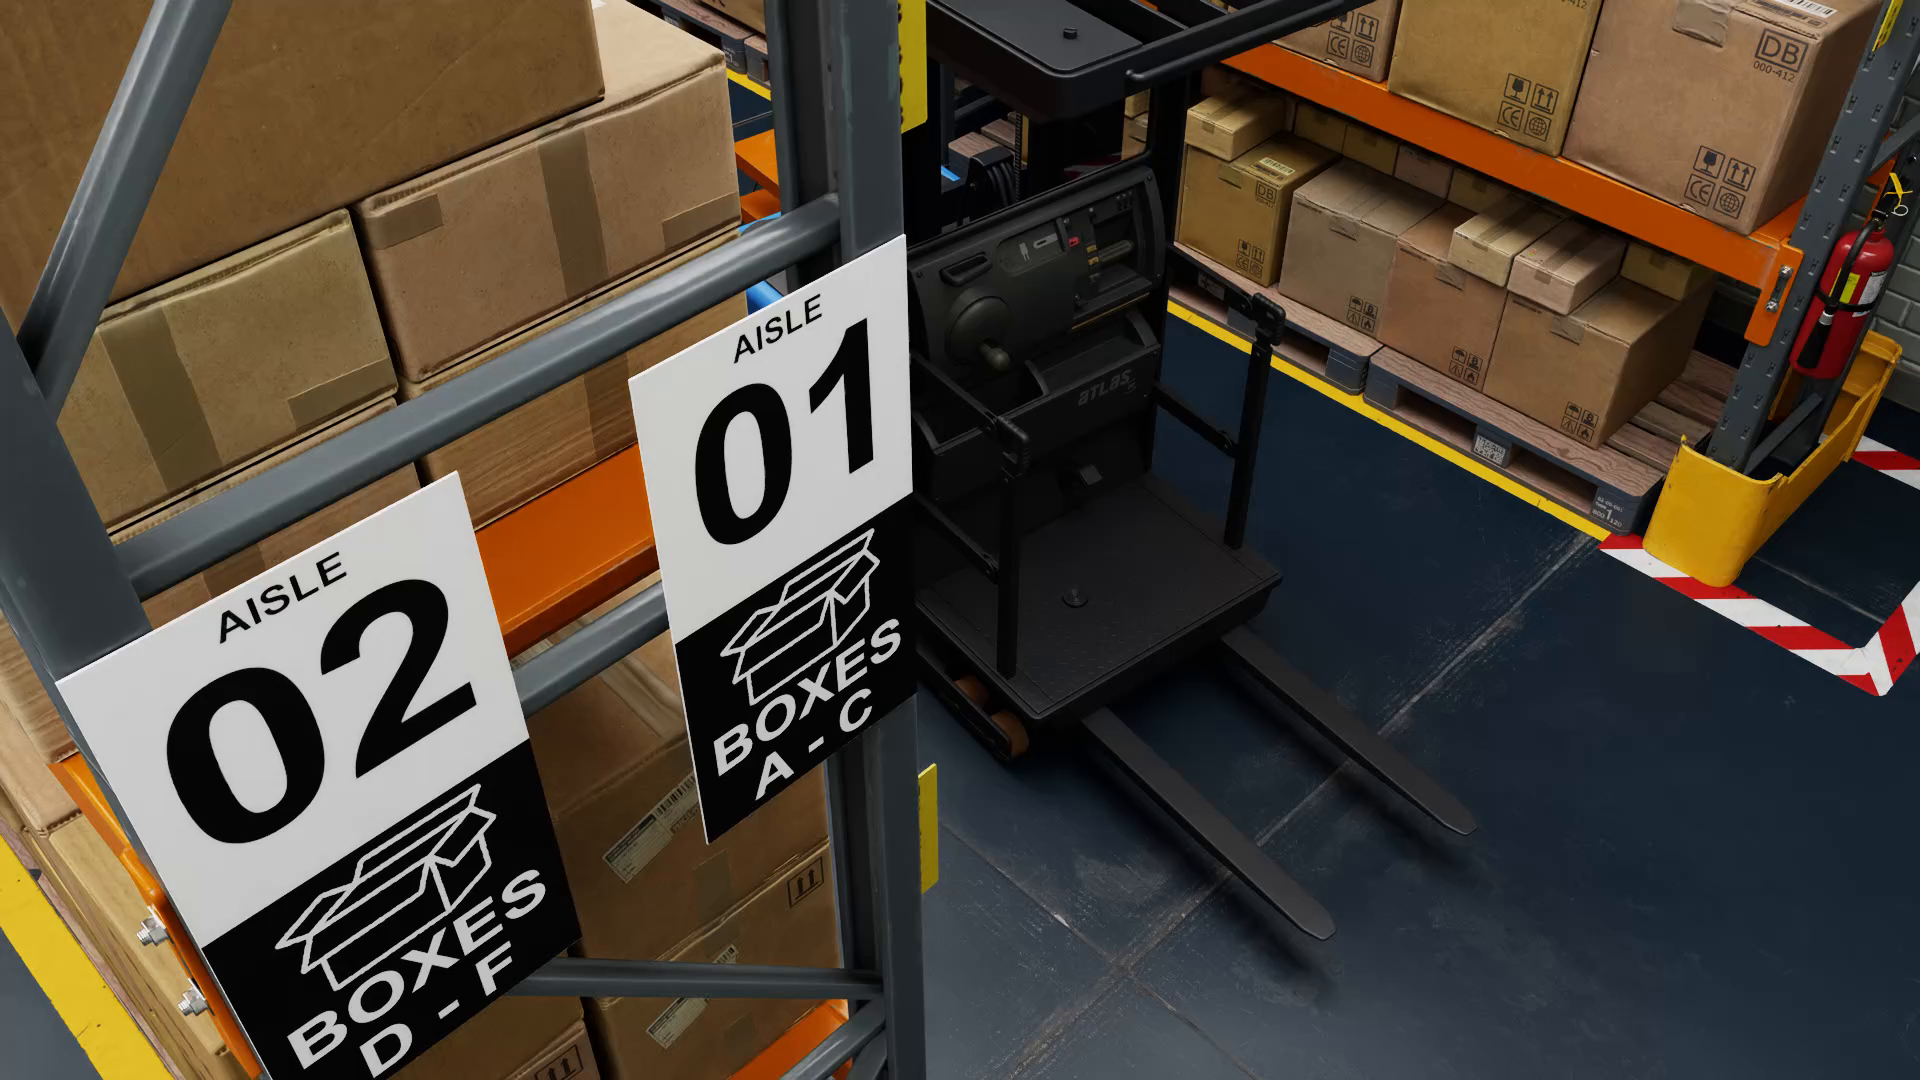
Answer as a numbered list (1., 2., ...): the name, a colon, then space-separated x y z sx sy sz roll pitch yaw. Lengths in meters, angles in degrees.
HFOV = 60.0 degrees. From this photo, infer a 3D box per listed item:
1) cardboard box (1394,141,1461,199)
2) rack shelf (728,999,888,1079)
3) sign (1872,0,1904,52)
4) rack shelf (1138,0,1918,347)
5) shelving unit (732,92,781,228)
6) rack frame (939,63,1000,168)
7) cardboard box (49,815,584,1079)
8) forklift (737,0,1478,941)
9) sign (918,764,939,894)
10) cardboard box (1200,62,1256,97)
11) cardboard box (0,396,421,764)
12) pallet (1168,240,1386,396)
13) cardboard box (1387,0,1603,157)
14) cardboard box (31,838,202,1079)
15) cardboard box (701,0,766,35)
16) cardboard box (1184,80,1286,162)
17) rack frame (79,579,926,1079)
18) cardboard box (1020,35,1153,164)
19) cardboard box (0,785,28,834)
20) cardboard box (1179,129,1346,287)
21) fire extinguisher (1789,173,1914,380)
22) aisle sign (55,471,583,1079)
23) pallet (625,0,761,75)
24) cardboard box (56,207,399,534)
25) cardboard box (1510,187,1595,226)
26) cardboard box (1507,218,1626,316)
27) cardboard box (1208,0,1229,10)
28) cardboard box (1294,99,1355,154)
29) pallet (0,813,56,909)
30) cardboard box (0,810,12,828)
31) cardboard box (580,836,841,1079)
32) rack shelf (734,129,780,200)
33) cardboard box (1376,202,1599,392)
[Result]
1. cardboard box: 1.995 -1.568 6.791 0.380 0.149 0.250 -33 52 -31
2. rack shelf: -1.872 0.396 4.142 1.077 0.370 4.000 -34 53 -31
3. sign: 2.651 -1.543 4.681 0.100 0.325 0.005 -34 53 -31
4. rack shelf: 1.633 -1.980 6.713 1.077 0.370 4.000 -34 53 -31
5. shelving unit: -0.651 -1.088 6.543 0.258 1.200 0.503 -27 49 -26
6. rack frame: 0.220 -3.206 7.509 1.000 3.000 0.127 -34 53 -31
7. cardboard box: -0.969 0.606 2.573 0.500 0.500 0.500 34 52 31
8. forklift: 0.379 -0.736 4.887 1.130 2.935 3.031 -27 49 -26
9. sign: -0.076 0.514 2.845 0.100 0.325 0.005 -34 53 -31
10. cardboard box: 1.274 -2.058 7.321 0.250 0.149 0.380 33 52 30
11. cardboard box: -1.009 -0.075 2.021 0.500 0.250 0.500 -34 53 -31
12. pallet: 1.568 -1.192 7.385 1.003 0.211 1.213 -34 53 -31
13. cardboard box: 2.156 -1.978 5.960 0.700 0.700 0.980 34 52 31
14. cardboard box: -1.337 0.723 3.183 0.500 0.500 0.500 -34 52 -31
15. cardboard box: -0.961 -3.246 8.827 0.750 0.750 0.750 -32 52 -30
16. cardboard box: 1.157 -1.769 7.009 0.250 0.149 0.380 33 52 30
17. rack frame: -0.460 1.092 2.858 1.000 3.000 0.127 -34 53 -31
18. cardboard box: 0.676 -2.033 7.773 0.700 0.500 0.500 -33 52 -31
19. cardboard box: -1.695 0.117 3.103 0.500 0.500 0.500 -33 52 -30
20. cardboard box: 1.389 -1.543 7.242 0.700 0.500 0.500 -33 52 -30
21. fire extinguisher: 2.825 -0.825 5.264 0.296 0.674 0.183 -34 53 -31
22. aisle sign: -0.628 0.317 1.781 0.394 0.787 0.004 -34 53 -31
23. pallet: -1.244 -3.102 9.452 1.003 0.211 1.213 -34 53 -31
24. cardboard box: -1.003 -0.263 1.856 0.500 0.250 0.500 -34 53 -31
25. cardboard box: 2.351 -1.325 6.528 0.380 0.149 0.250 -34 52 -31
26. cardboard box: 2.260 -1.021 6.199 0.250 0.149 0.380 34 52 31
27. cardboard box: 1.103 -2.694 6.734 0.700 0.700 0.980 33 52 30
28. cardboard box: 1.635 -1.812 7.056 0.250 0.149 0.380 33 52 31
29. pallet: -2.800 0.525 5.527 1.003 0.211 1.213 -34 53 -31
30. cardboard box: -2.042 0.239 3.708 0.500 0.500 0.500 33 52 31
31. cardboard box: -0.586 0.716 3.191 0.500 0.500 0.500 -33 52 -30
32. rack shelf: -0.651 -1.377 6.277 0.258 0.148 0.480 -27 49 -26
33. cardboard box: 2.126 -1.049 6.707 0.500 0.500 0.700 34 53 31
